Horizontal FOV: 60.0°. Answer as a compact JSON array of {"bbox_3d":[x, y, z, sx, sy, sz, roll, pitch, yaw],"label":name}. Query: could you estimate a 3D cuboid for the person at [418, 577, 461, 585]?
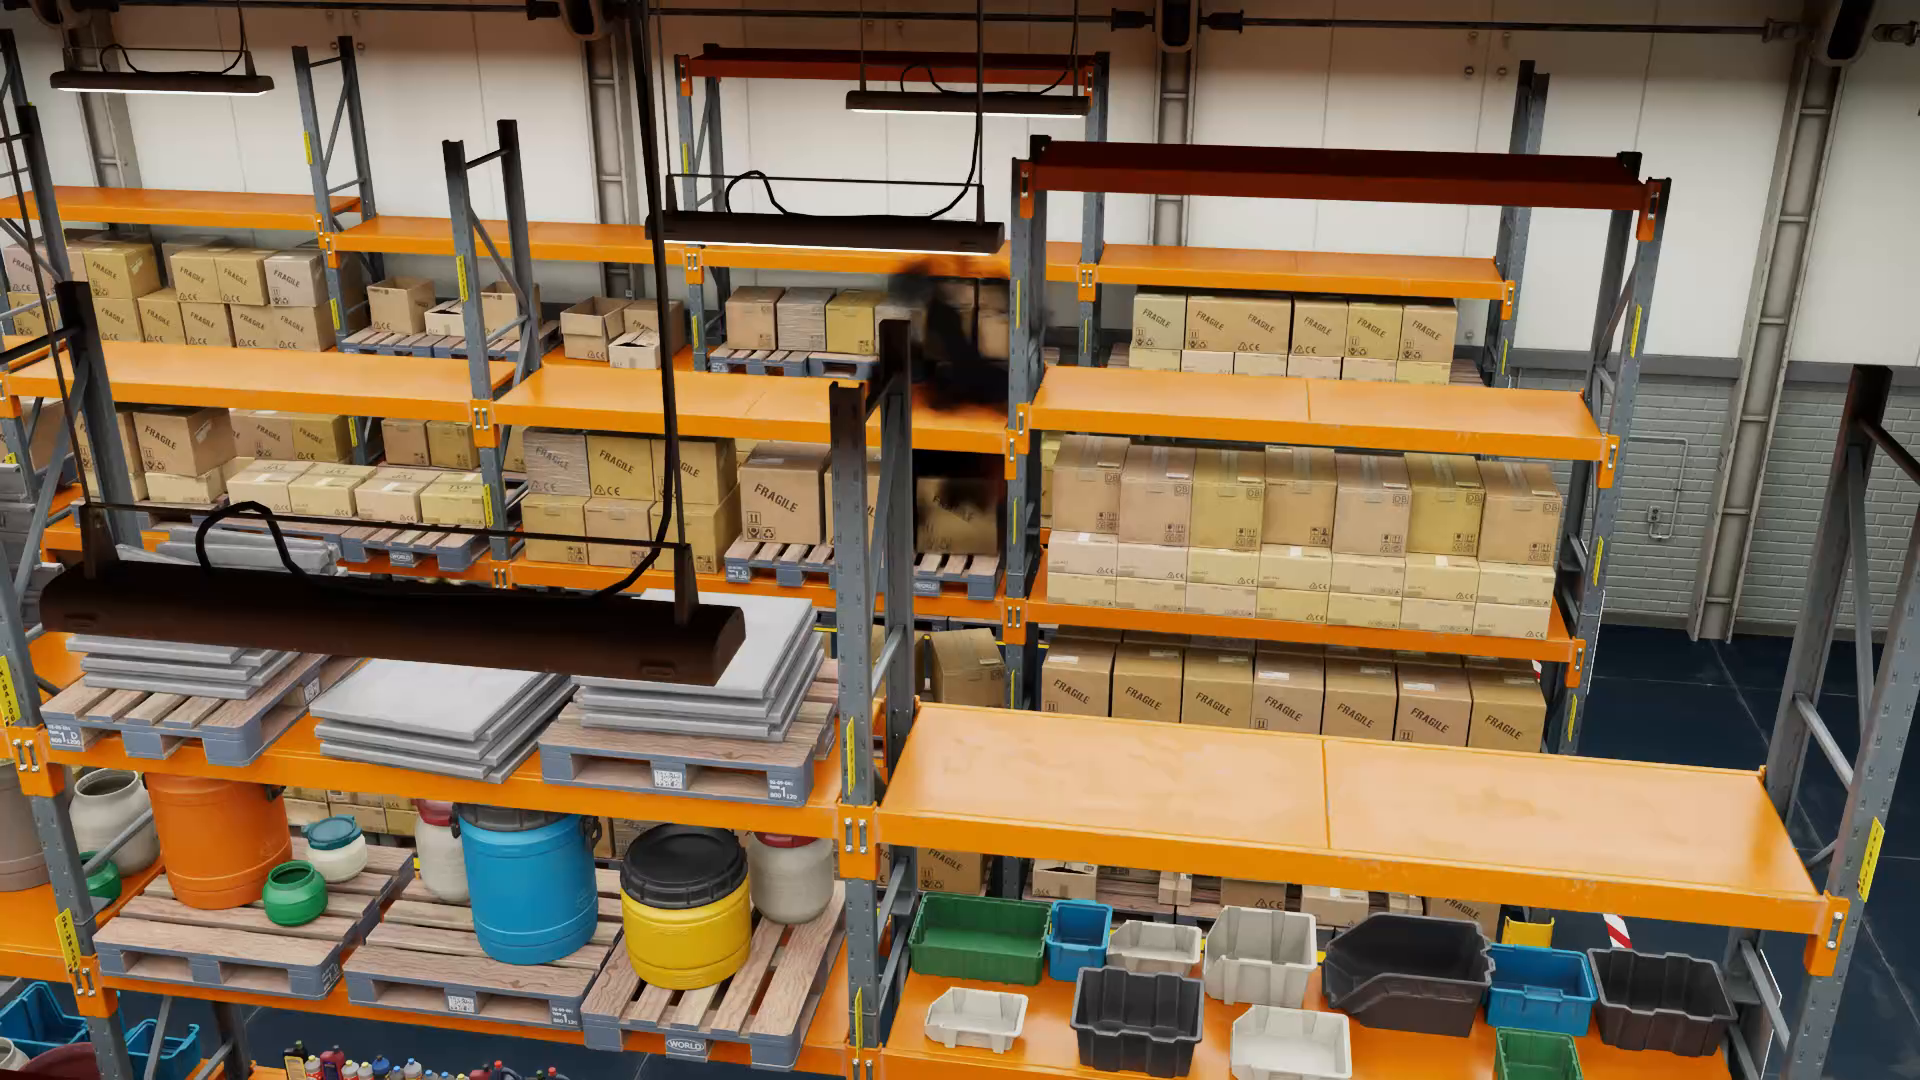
[{"bbox_3d":[-5.048,0.753,16.381,0.951,1.673,0.574,-1,23,-3],"label":"person"}]
